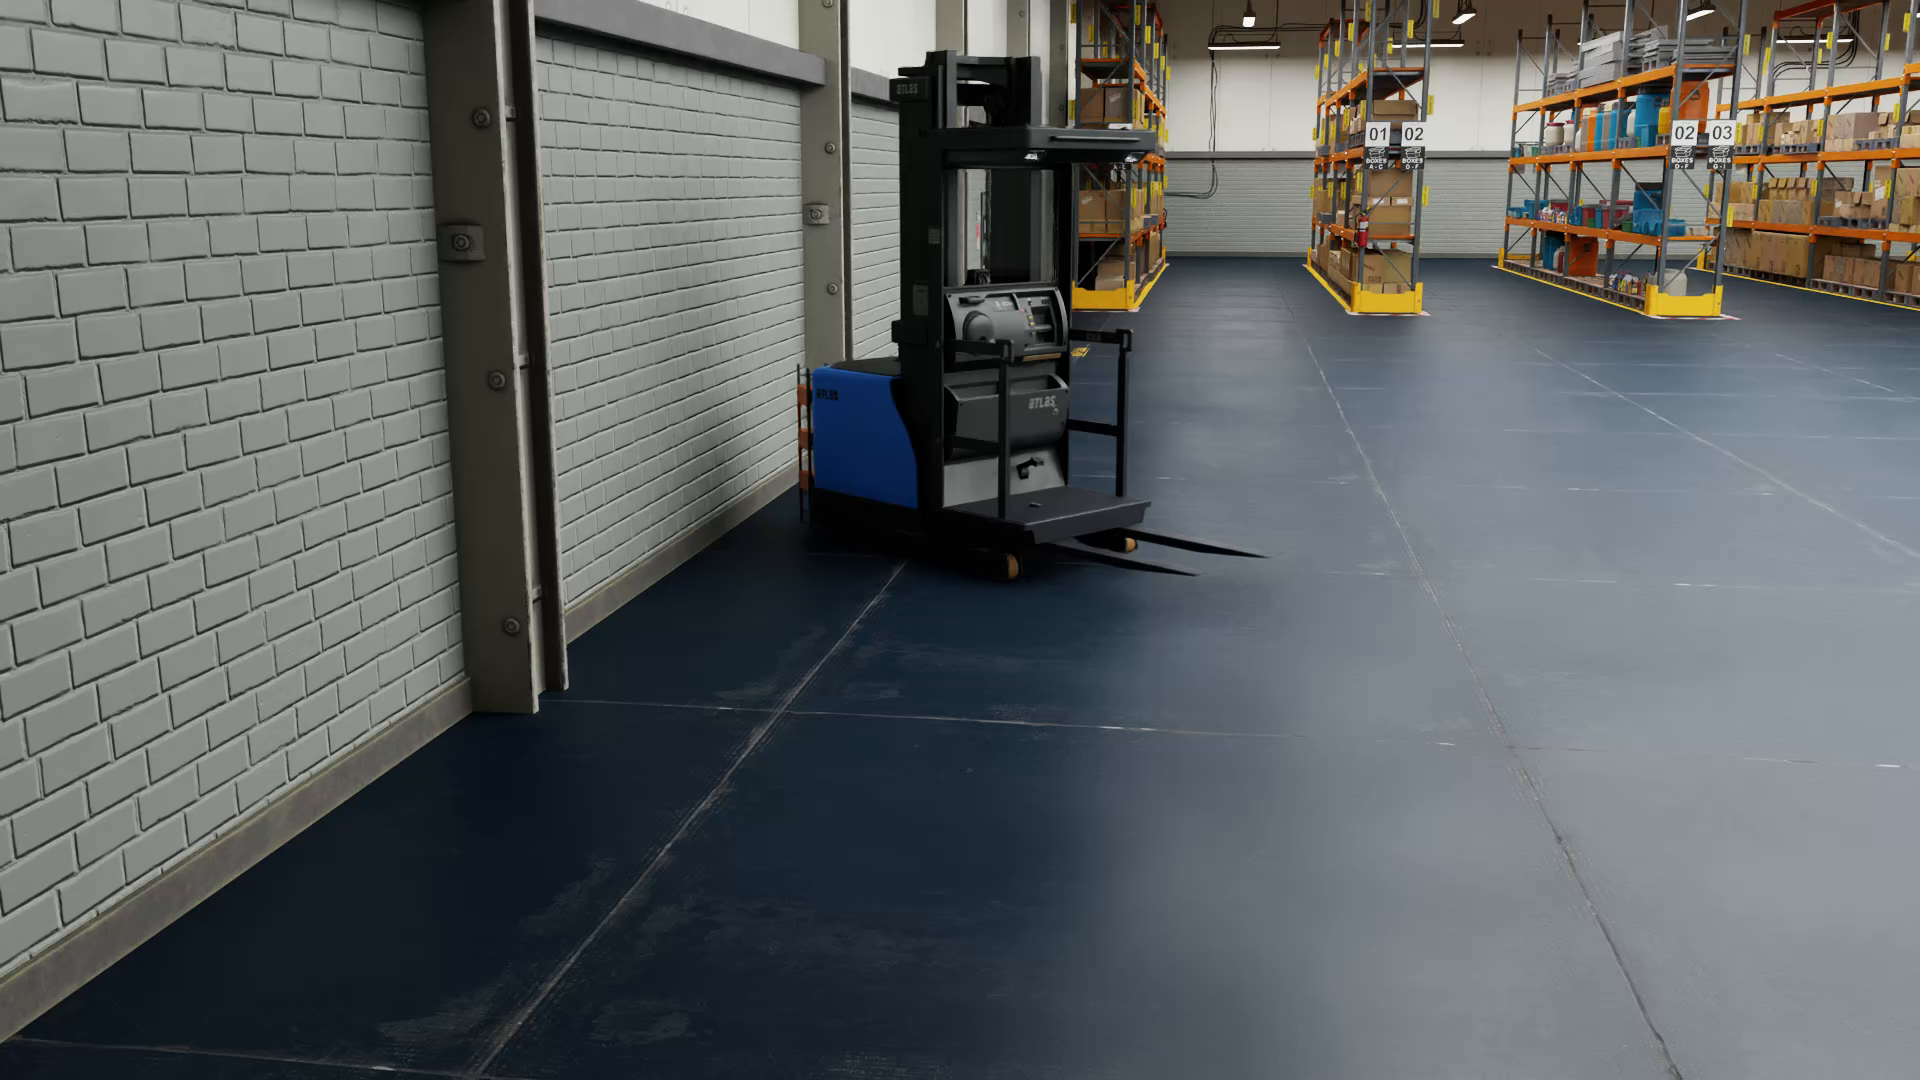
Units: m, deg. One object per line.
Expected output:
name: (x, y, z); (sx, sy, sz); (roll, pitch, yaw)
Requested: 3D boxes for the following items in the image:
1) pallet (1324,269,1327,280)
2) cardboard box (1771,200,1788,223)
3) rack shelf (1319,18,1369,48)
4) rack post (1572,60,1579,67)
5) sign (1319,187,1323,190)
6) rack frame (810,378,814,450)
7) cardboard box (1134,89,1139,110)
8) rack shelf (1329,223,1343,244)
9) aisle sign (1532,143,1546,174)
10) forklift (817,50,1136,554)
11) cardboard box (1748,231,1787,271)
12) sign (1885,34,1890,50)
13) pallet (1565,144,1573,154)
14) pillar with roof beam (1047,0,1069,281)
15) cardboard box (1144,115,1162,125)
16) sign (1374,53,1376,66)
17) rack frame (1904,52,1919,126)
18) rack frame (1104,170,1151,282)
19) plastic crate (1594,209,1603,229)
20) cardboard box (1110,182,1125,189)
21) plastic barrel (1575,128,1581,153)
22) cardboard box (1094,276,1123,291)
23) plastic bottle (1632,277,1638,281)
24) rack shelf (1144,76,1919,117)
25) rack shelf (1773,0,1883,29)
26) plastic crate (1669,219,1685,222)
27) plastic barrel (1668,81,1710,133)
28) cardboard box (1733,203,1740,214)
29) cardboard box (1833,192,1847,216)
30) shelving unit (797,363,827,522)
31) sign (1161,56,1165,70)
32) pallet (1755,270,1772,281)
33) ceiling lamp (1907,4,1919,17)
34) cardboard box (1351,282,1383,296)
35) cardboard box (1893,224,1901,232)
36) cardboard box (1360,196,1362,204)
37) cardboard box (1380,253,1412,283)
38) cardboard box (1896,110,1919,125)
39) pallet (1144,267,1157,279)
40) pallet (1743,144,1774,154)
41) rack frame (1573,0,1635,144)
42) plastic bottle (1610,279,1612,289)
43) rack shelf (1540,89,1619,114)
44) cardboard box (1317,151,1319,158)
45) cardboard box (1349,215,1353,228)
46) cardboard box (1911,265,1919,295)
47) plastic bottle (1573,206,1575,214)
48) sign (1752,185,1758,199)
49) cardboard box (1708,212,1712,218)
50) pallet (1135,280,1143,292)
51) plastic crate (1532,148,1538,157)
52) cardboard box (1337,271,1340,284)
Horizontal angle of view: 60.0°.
pallet: (8.973, -6.146, 38.511); (1.003, 0.211, 1.213); (2, 12, 9)
cardboard box: (18.563, -7.365, 37.311); (0.500, 0.500, 0.500); (2, 12, 7)
rack shelf: (9.554, -12.556, 41.216); (1.077, 0.370, 4.000); (2, 12, 9)
rack post: (22.843, -8.844, 30.171); (20.737, 3.000, 9.332); (2, 12, 9)
sign: (8.709, -8.374, 40.173); (0.100, 0.325, 0.005); (2, 12, 9)
rack frame: (-0.881, -0.590, 10.737); (0.190, 0.915, 0.003); (-4, 13, -20)
cardboard box: (2.932, -7.785, 29.719); (0.500, 0.500, 0.500); (2, 12, 8)
rack shelf: (8.324, -6.334, 34.470); (1.077, 0.370, 4.000); (2, 12, 9)
aisle sign: (15.056, -9.882, 43.057); (0.394, 0.787, 0.004); (2, 12, 9)
forklift: (18.706, -5.139, 26.849); (51.914, 3.159, 8.923); (-11, 16, -42)
cardboard box: (18.956, -6.645, 38.256); (1.225, 0.875, 0.875); (2, 12, 9)
sign: (18.957, -10.192, 34.022); (0.100, 0.325, 0.005); (2, 12, 9)
pallet: (13.739, -8.470, 36.006); (1.003, 0.211, 1.213); (2, 12, 9)
pillar with roof beam: (6.012, -8.563, 28.867); (9.100, 9.000, 0.400); (2, 12, 9)
cardboard box: (4.738, -10.247, 41.144); (0.500, 0.500, 0.500); (2, 12, 8)
sign: (9.796, -11.384, 39.365); (0.100, 0.325, 0.005); (2, 12, 9)
rack frame: (17.807, -8.880, 30.337); (0.949, 2.616, 0.053); (2, 12, 9)
rack frame: (3.736, -7.261, 37.068); (1.000, 3.000, 0.127); (2, 12, 9)
plastic crate: (12.772, -6.340, 32.828); (0.392, 0.384, 0.575); (2, 12, 9)
cardboard box: (3.549, -7.935, 37.422); (0.500, 0.250, 0.500); (2, 12, 10)
plastic barrel: (13.175, -8.407, 34.996); (0.421, 0.512, 0.421); (0, 12, 0)
cardboard box: (2.701, -4.638, 30.232); (0.500, 0.311, 0.500); (0, 12, 2)
plastic bottle: (12.432, -4.709, 30.647); (0.152, 0.276, 0.135); (2, 12, 9)
rack shelf: (11.046, -9.417, 35.488); (15.858, 0.370, 7.904); (2, 12, 9)
rack shelf: (18.727, -11.402, 35.859); (1.077, 0.370, 4.000); (2, 12, 9)
plastic crate: (13.008, -5.796, 30.620); (0.499, 0.251, 0.616); (2, 12, 9)
plastic barrel: (12.244, -7.262, 27.934); (0.600, 0.830, 0.708); (2, 12, 9)
cardboard box: (18.998, -7.999, 40.141); (0.500, 0.250, 0.500); (2, 12, 10)
cardboard box: (18.376, -6.920, 34.251); (0.500, 0.500, 0.500); (0, 12, 2)
shelving unit: (-0.924, -0.614, 10.850); (0.215, 1.050, 0.249); (-4, 13, -20)
sign: (4.889, -11.507, 40.122); (0.100, 0.325, 0.005); (2, 12, 9)
pallet: (18.990, -6.086, 38.234); (1.003, 0.211, 1.213); (2, 12, 9)
ceiling lamp: (21.629, -13.136, 36.230); (0.800, 3.185, 2.000); (2, 12, 9)
cardboard box: (7.191, -4.419, 29.407); (0.500, 0.250, 0.500); (2, 12, 9)
cardboard box: (17.422, -5.738, 30.594); (0.380, 0.149, 0.250); (2, 12, 9)
cardboard box: (7.469, -6.158, 30.169); (0.380, 0.149, 0.250); (2, 12, 10)
cardboard box: (7.778, -4.873, 29.733); (0.500, 0.500, 0.500); (2, 12, 9)
cardboard box: (17.974, -7.764, 31.038); (0.797, 0.503, 0.637); (1, 12, 6)
pallet: (4.122, -6.313, 39.287); (1.003, 0.211, 1.213); (2, 12, 9)
pallet: (19.170, -9.206, 39.179); (1.003, 0.211, 1.213); (2, 12, 9)
rack frame: (13.525, -9.873, 34.946); (1.000, 3.000, 0.127); (2, 12, 9)
plastic bottle: (12.412, -4.882, 31.623); (0.097, 0.201, 0.097); (0, 12, 0)
rack shelf: (13.833, -9.742, 36.996); (1.077, 0.370, 4.000); (2, 12, 9)
cardboard box: (9.366, -9.854, 42.331); (0.500, 0.250, 0.500); (2, 12, 9)
cardboard box: (7.970, -6.392, 33.354); (0.396, 0.266, 0.258); (2, 12, 7)
cardboard box: (17.622, -4.729, 30.254); (0.500, 0.500, 0.500); (6, 14, 27)
plastic bottle: (14.151, -7.513, 38.353); (0.144, 0.351, 0.185); (2, 12, 9)
sign: (18.486, -8.092, 38.680); (0.100, 0.325, 0.005); (2, 12, 9)
cardboard box: (19.269, -8.259, 42.294); (0.380, 0.149, 0.250); (2, 12, 9)
pallet: (3.239, -5.228, 34.250); (1.003, 0.211, 1.213); (2, 12, 9)
plastic crate: (13.907, -9.234, 39.603); (0.450, 0.188, 0.662); (2, 12, 9)
cardboard box: (7.793, -5.226, 33.152); (0.500, 0.250, 0.500); (2, 12, 8)
